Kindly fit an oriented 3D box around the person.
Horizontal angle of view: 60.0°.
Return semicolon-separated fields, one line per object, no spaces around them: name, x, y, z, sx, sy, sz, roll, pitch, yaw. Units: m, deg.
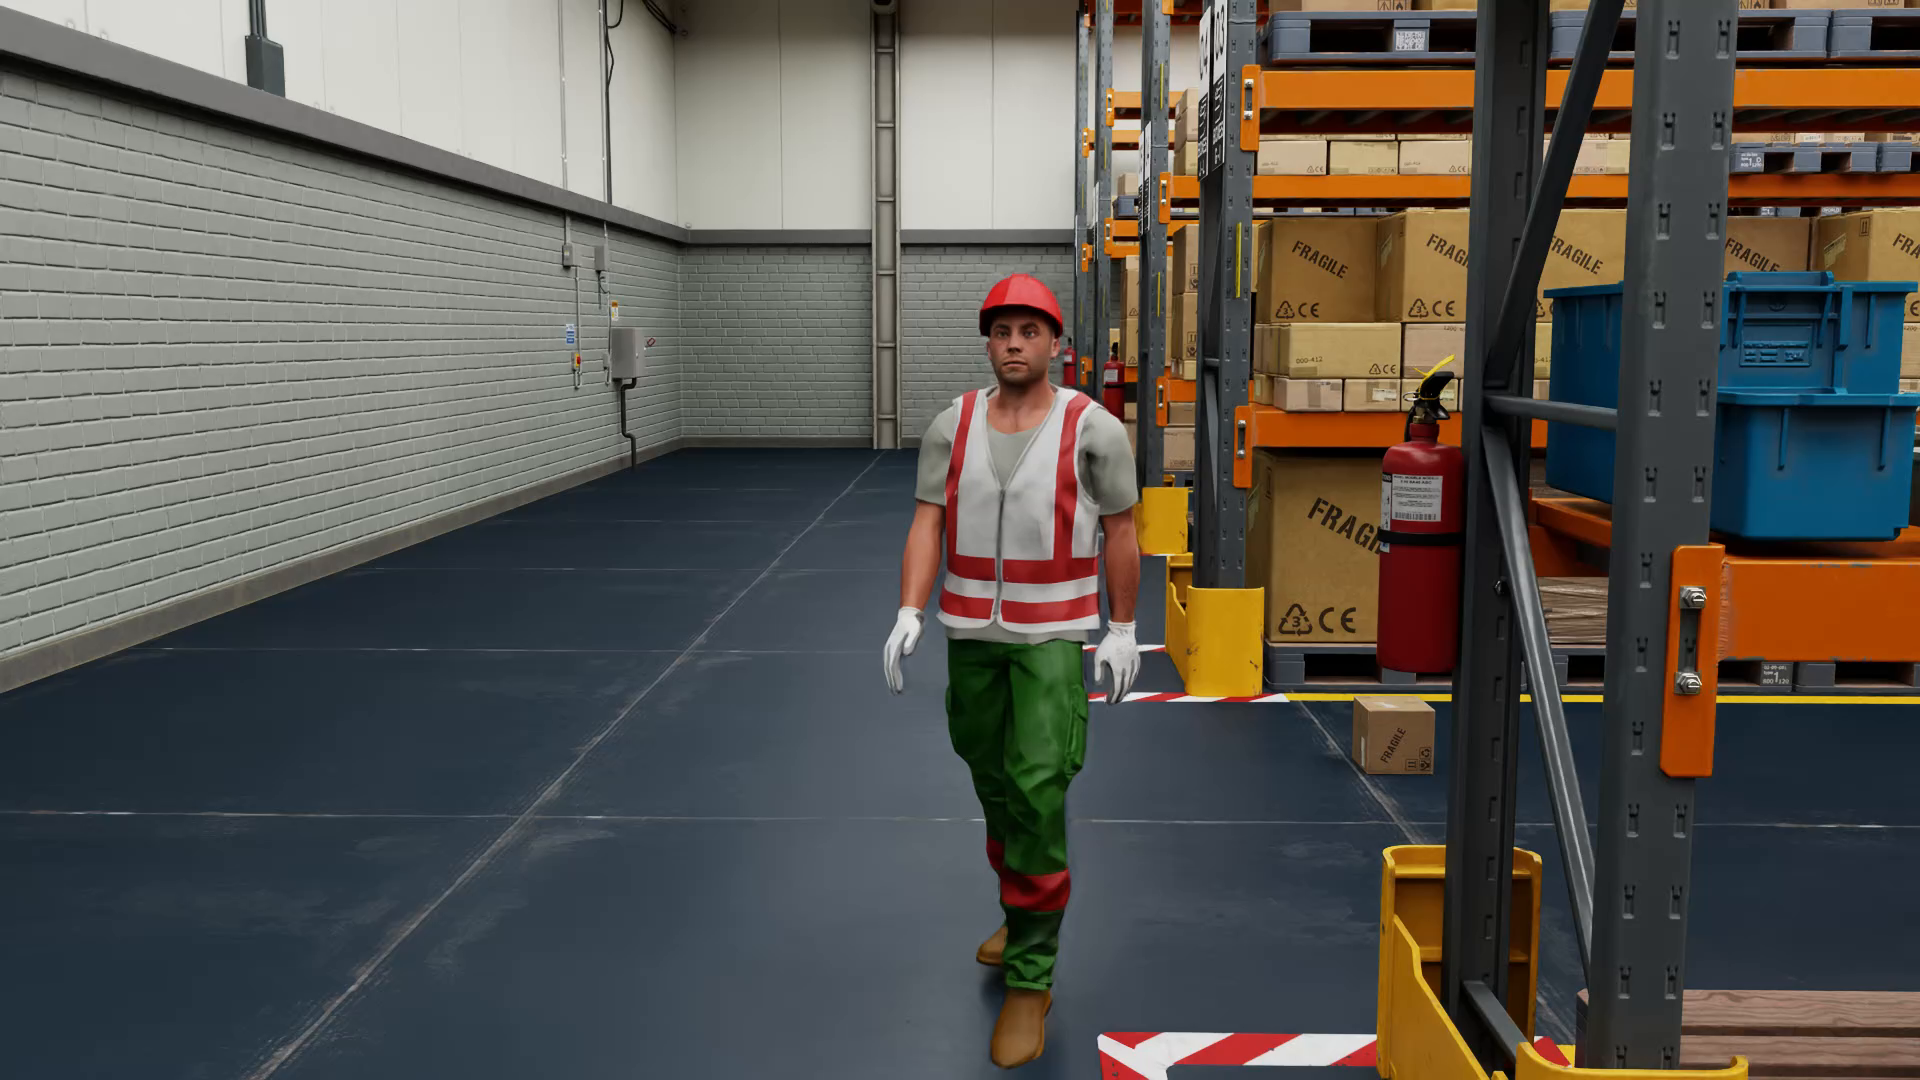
person;0.122;0.274;4.038;0.542;1.827;0.717;3;8;23
